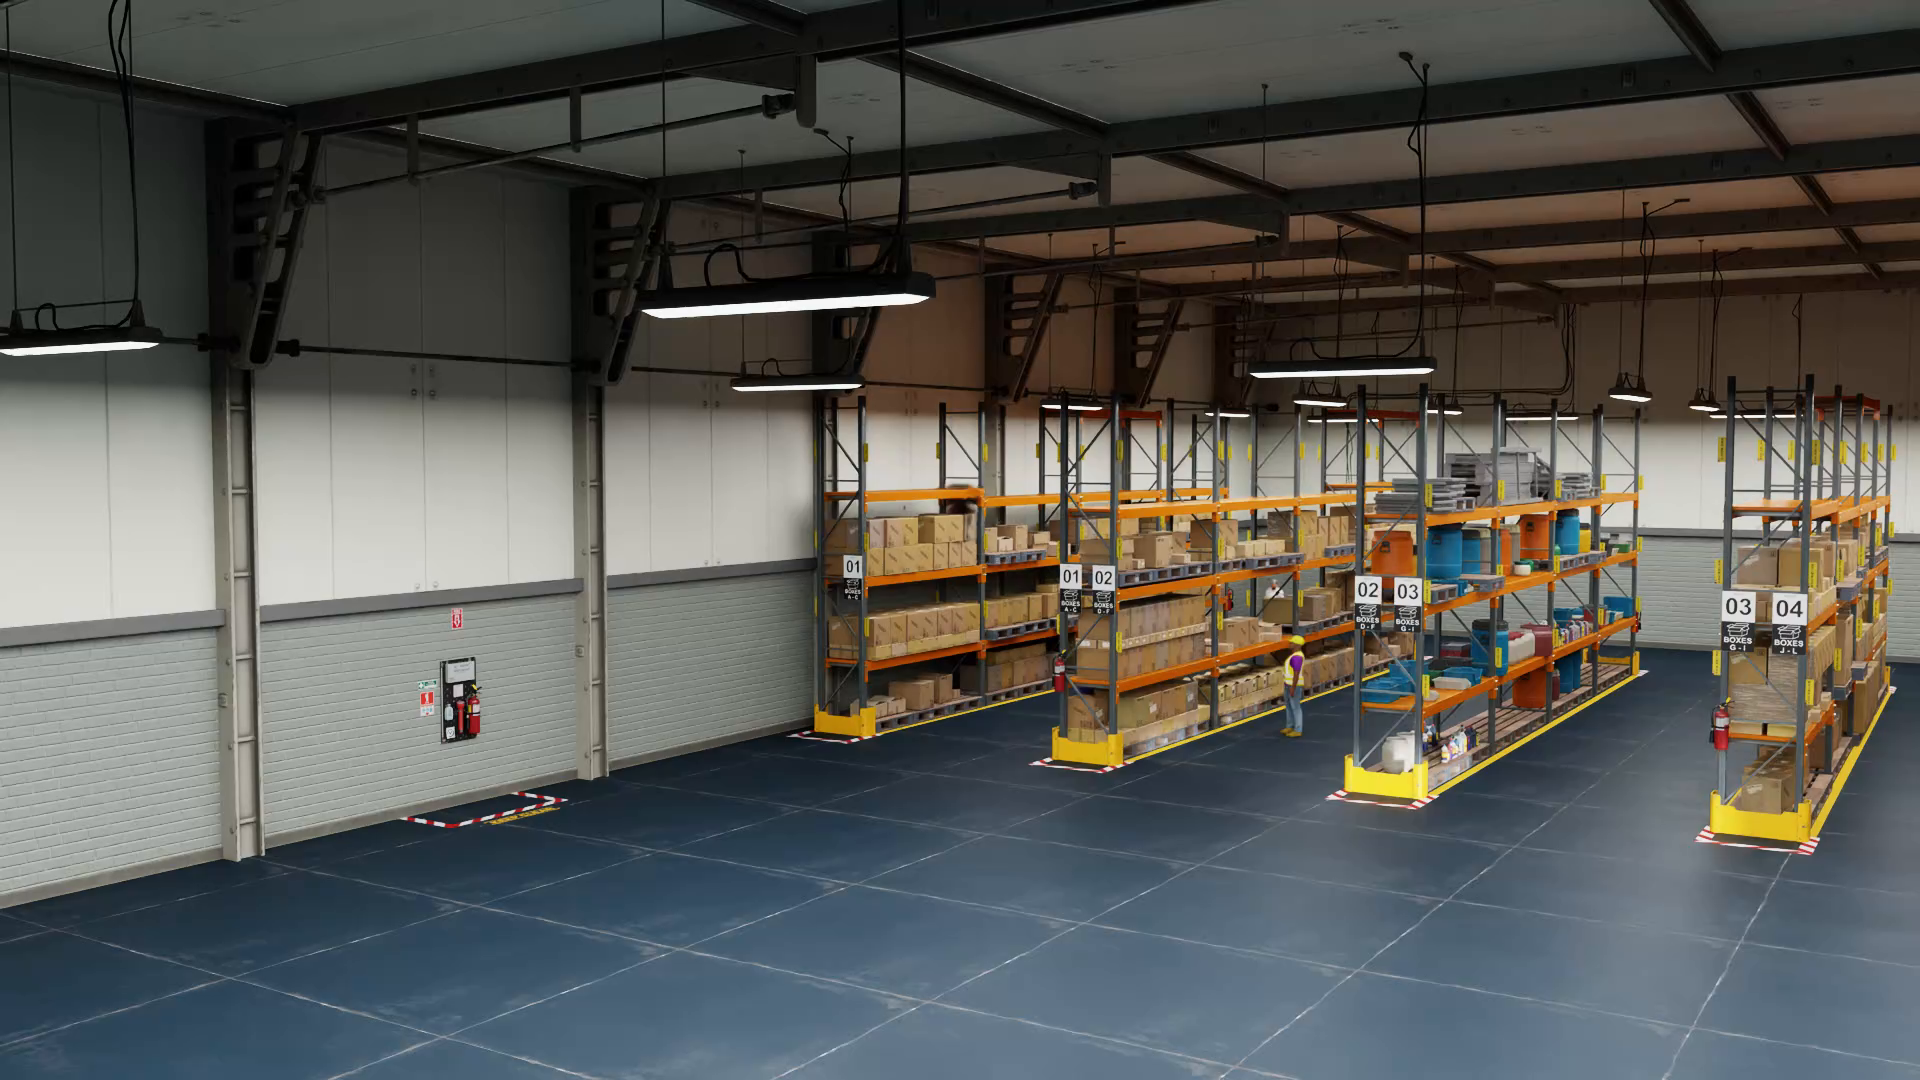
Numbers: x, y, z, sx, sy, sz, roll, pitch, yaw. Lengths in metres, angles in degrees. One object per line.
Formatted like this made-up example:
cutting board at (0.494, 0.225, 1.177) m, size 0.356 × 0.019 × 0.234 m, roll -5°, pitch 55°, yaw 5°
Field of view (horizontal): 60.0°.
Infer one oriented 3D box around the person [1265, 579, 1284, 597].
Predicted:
person at (8.463, 1.888, 44.786) m, size 0.530 × 1.702 × 0.764 m, roll 0°, pitch 3°, yaw 3°

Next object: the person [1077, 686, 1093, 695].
person at (2.286, 2.602, 30.669) m, size 0.530 × 1.636 × 0.505 m, roll 0°, pitch 3°, yaw 2°

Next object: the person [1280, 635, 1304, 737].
person at (5.906, 2.567, 29.401) m, size 0.426 × 1.768 × 0.622 m, roll 0°, pitch 3°, yaw -9°
